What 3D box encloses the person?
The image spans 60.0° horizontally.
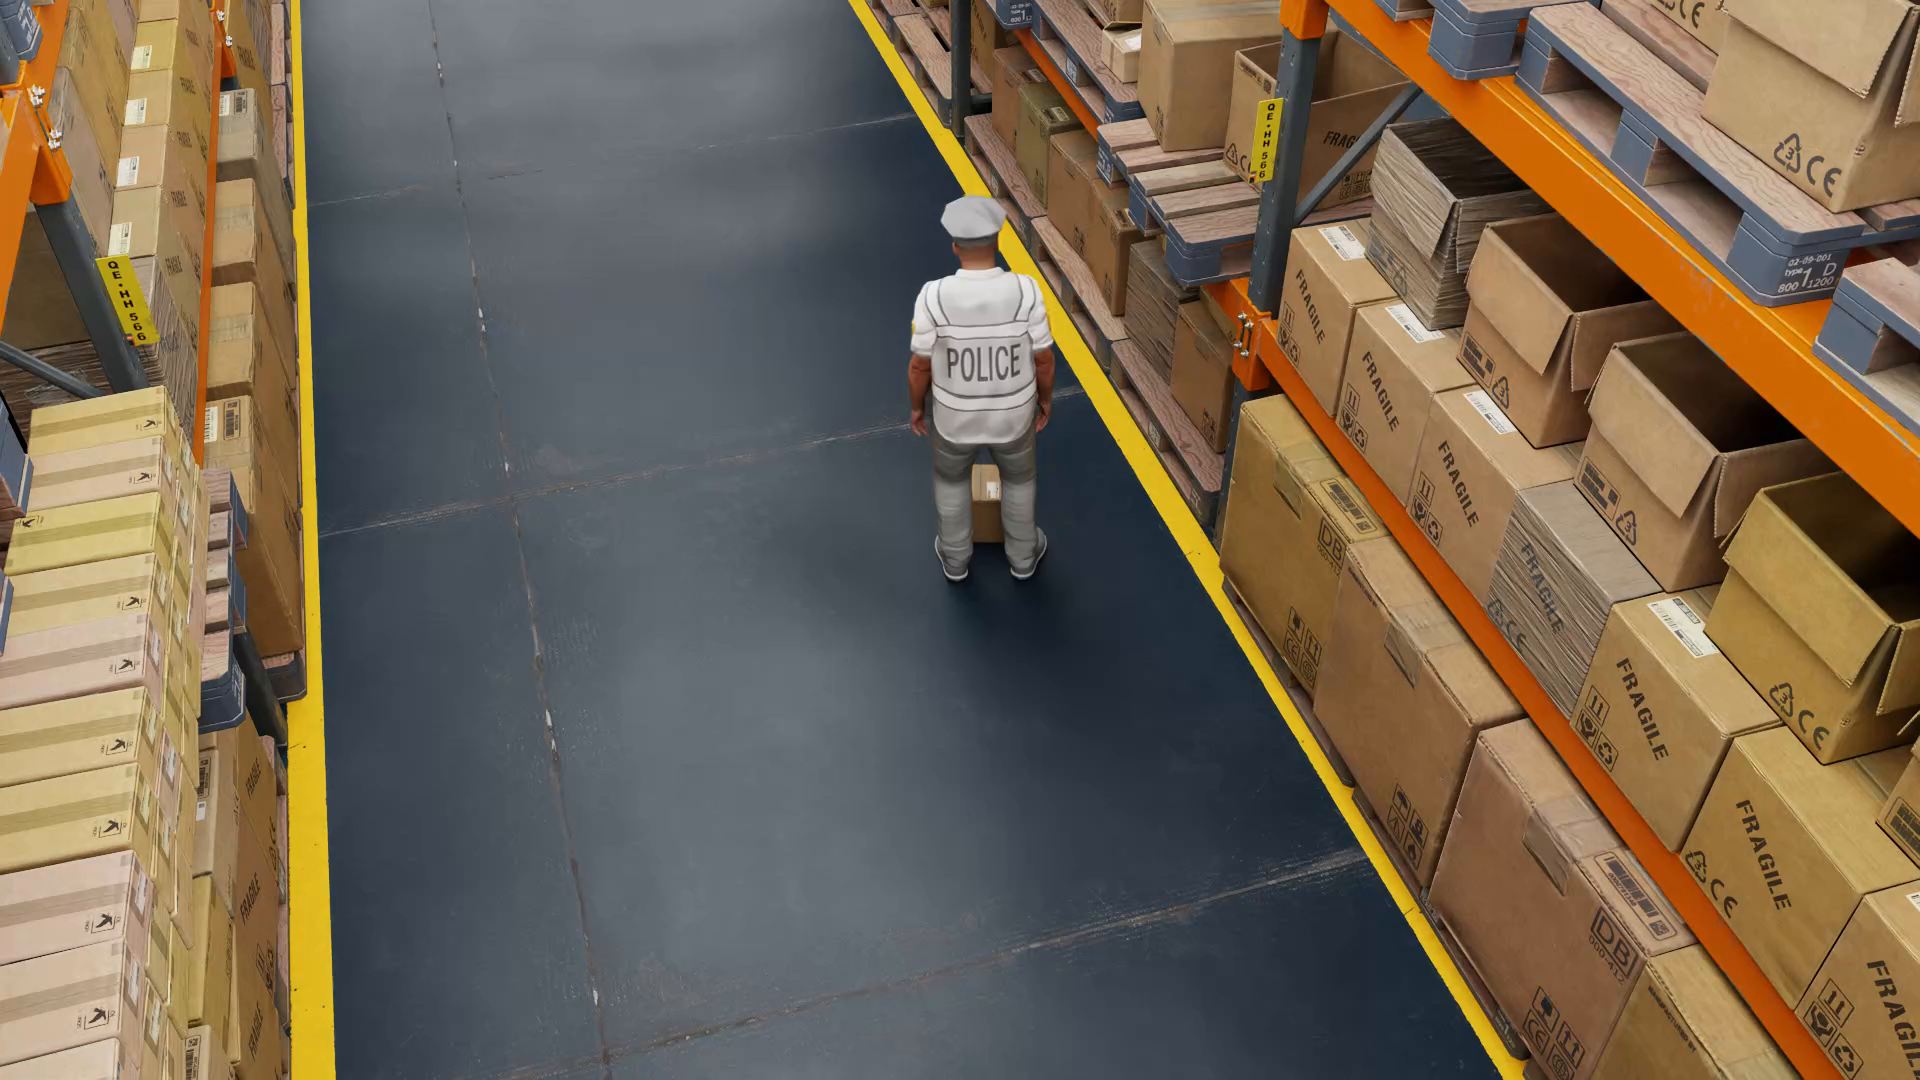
[{"bbox_3d":[0.093,-0.535,6.750,0.601,1.747,0.437,-2,42,-2],"label":"person"}]
